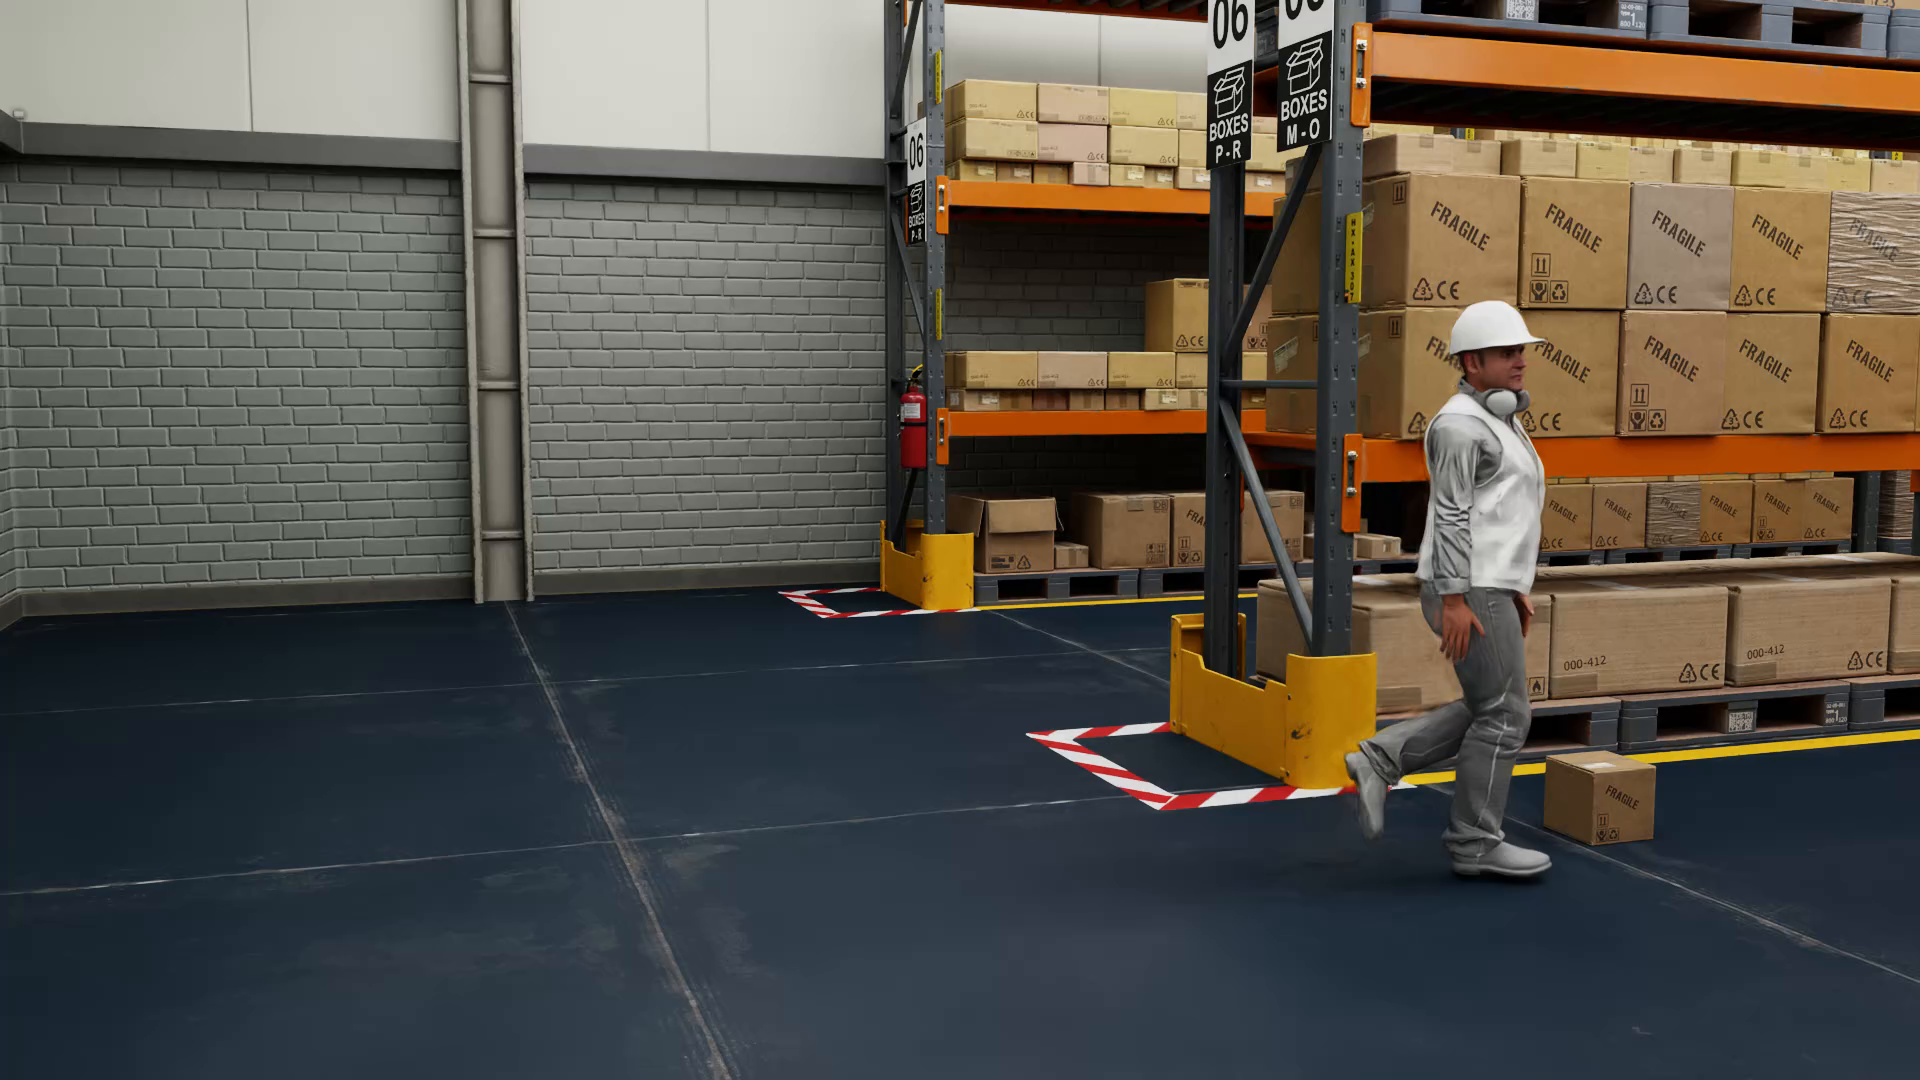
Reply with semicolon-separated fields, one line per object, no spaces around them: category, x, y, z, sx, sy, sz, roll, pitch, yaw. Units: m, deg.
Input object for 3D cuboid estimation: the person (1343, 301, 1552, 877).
person;1.525;0.144;5.156;0.641;1.754;0.561;2;6;19
